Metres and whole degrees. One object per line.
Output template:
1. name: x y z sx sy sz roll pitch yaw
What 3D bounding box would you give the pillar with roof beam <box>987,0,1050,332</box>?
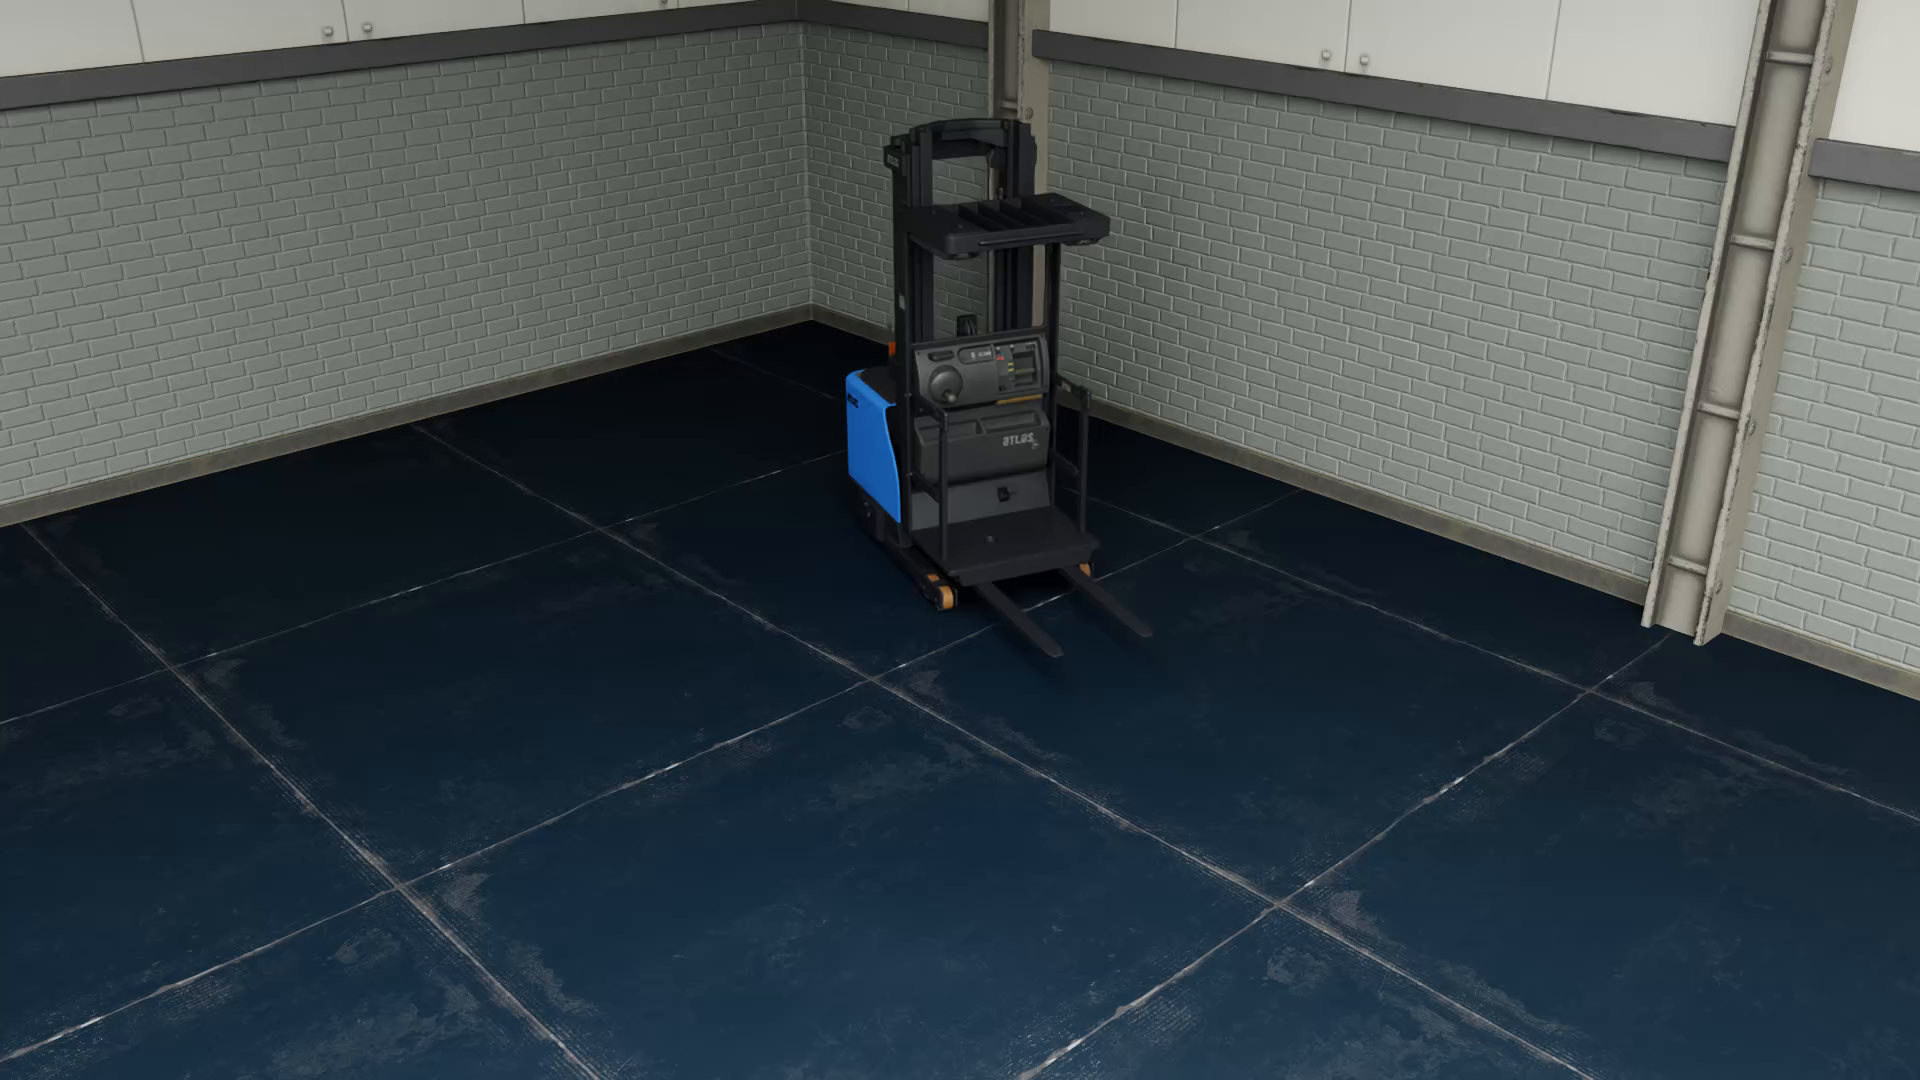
1. pillar with roof beam: -2.673 -4.136 9.973 9.100 9.000 0.400 -21 32 -38

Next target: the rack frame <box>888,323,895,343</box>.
1. rack frame: -0.423 -1.089 12.691 0.240 1.200 0.015 -11 26 -22

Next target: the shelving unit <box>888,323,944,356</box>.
1. shelving unit: -0.324 -0.997 12.488 0.258 1.200 0.503 -11 26 -22

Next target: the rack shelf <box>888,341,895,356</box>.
1. rack shelf: -0.324 -1.355 12.326 0.258 0.148 0.480 -11 26 -22

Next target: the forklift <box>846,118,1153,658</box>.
1. forklift: 0.236 -1.078 10.581 1.130 2.935 3.031 -11 27 -22

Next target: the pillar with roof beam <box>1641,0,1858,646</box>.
1. pillar with roof beam: 1.428 -2.318 5.989 9.100 9.000 0.400 -21 32 -38
